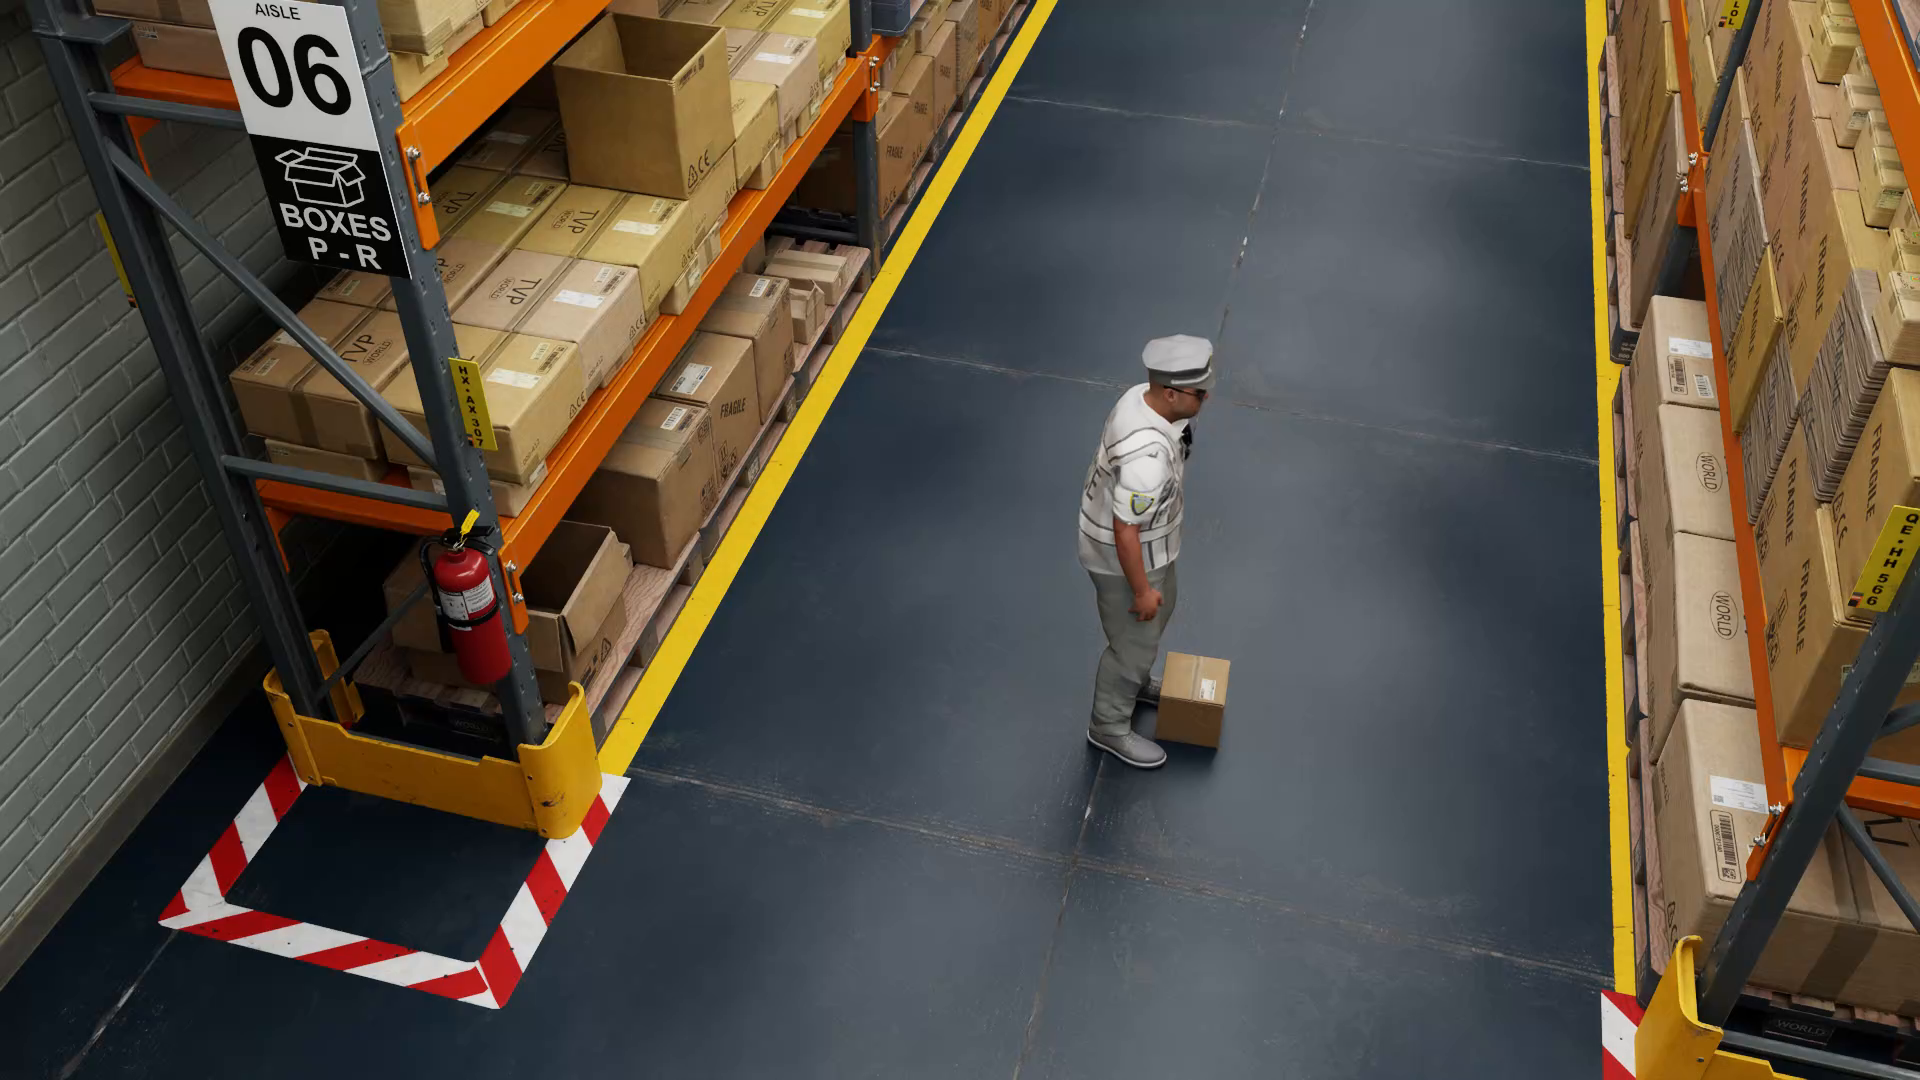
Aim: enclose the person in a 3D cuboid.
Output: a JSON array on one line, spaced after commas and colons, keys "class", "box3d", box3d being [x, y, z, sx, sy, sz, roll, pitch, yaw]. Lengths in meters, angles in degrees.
[{"class": "person", "box3d": [0.672, 0.023, 6.124, 0.470, 1.750, 0.603, 8, 41, 10]}]
